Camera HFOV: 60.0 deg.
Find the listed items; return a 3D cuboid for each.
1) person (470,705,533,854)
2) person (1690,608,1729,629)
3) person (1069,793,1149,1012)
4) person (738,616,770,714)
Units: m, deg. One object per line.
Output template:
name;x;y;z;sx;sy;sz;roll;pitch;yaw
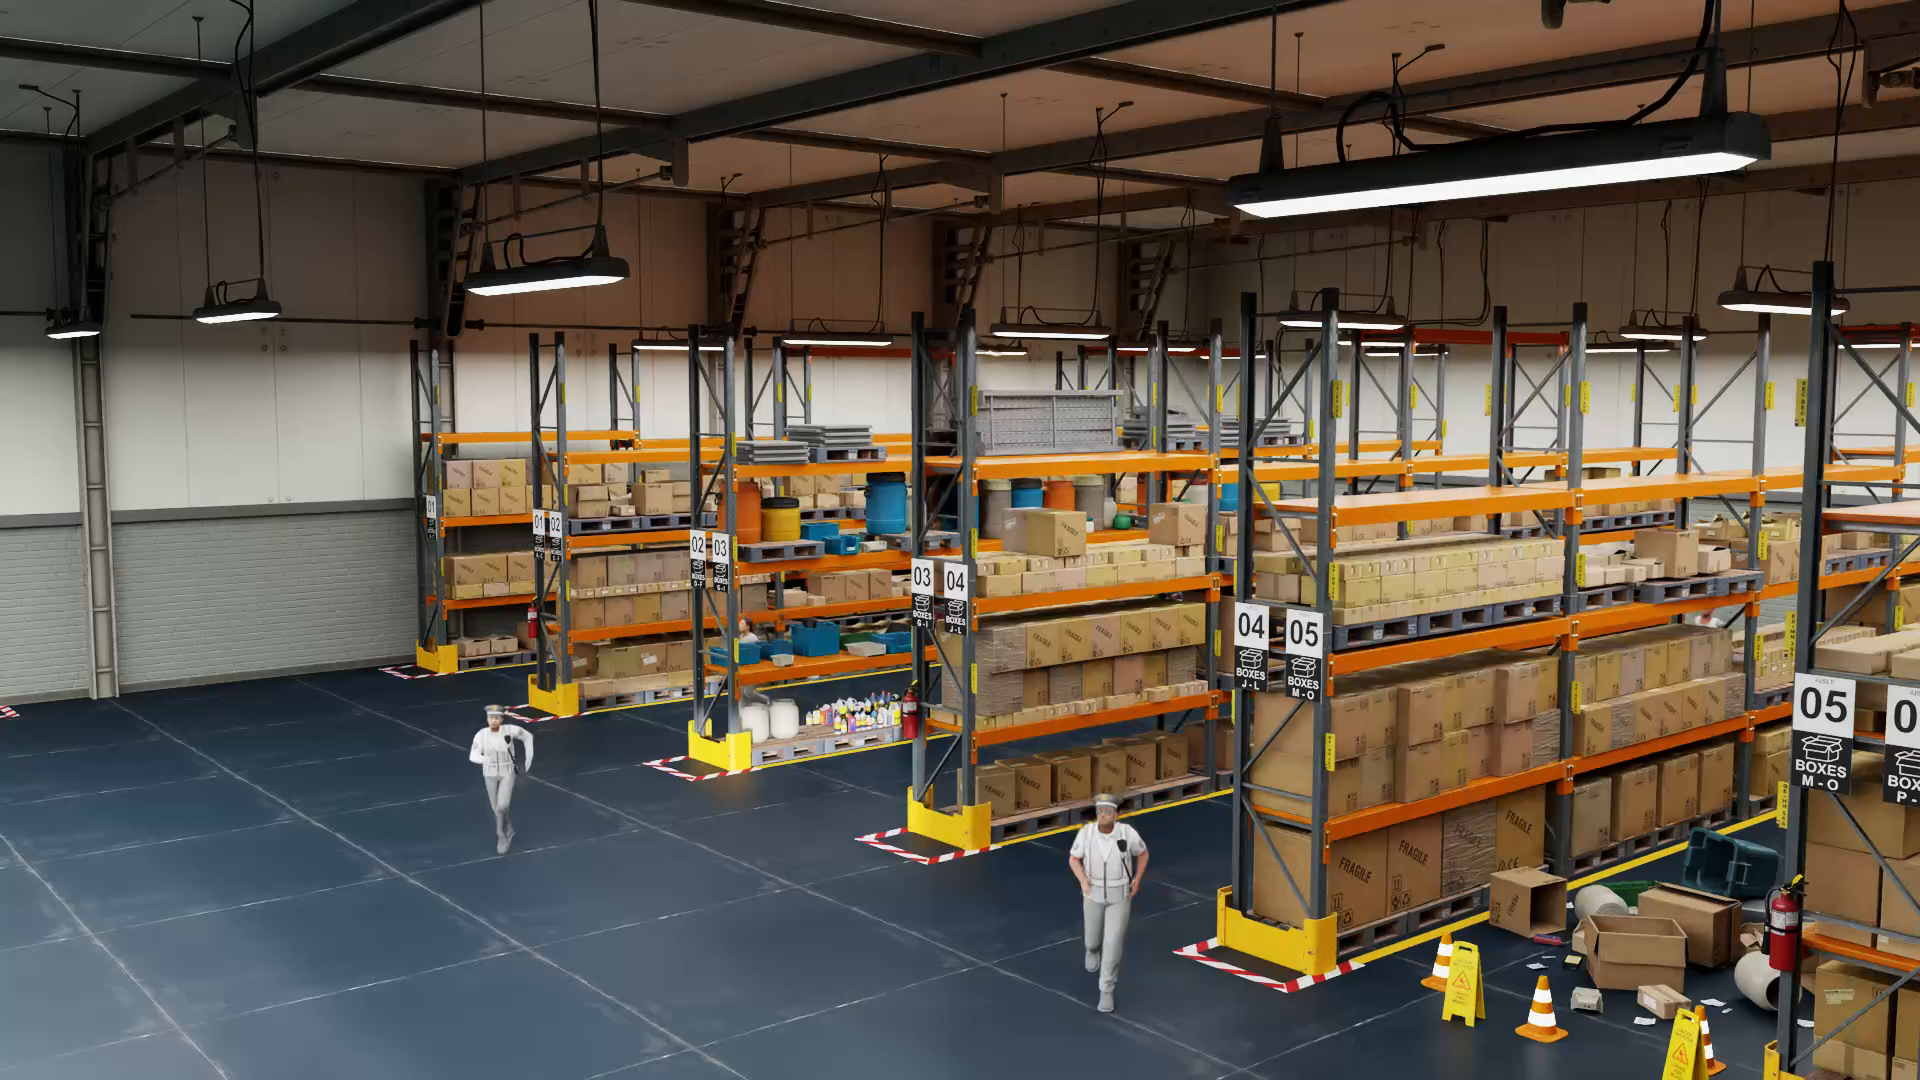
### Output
person;-5.077;2.624;18.420;0.641;1.670;0.787;0;5;-5
person;12.004;1.840;26.765;0.962;1.757;0.645;-4;7;-36
person;1.260;2.999;14.102;0.671;1.782;0.853;1;5;10
person;-3.214;2.008;25.426;0.563;1.643;0.802;5;7;43
